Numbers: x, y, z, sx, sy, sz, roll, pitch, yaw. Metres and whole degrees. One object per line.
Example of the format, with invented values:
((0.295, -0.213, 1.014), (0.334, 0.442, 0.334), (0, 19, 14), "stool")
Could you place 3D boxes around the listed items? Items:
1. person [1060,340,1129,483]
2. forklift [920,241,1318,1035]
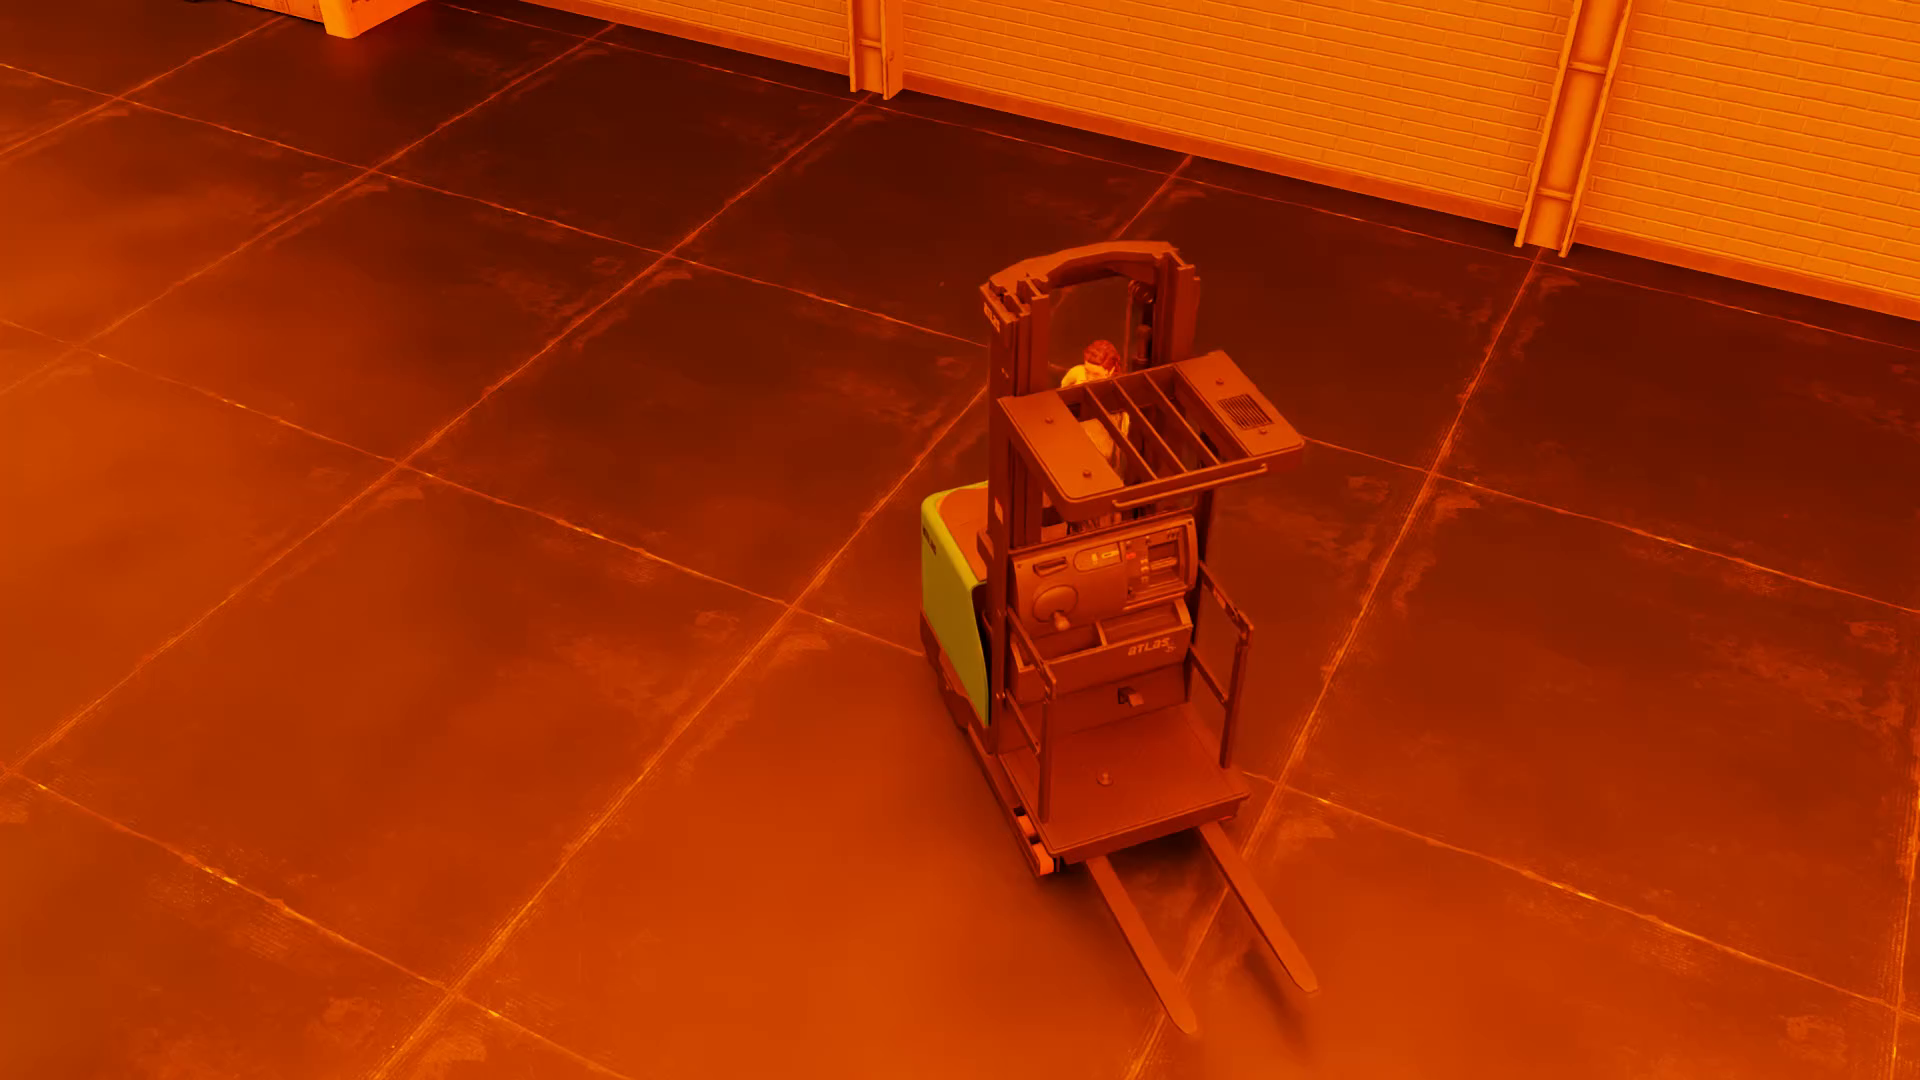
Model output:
((0.727, -0.496, 9.653), (0.587, 1.573, 0.847), (-30, 48, -30), "person")
((0.771, 0.241, 7.700), (1.130, 2.935, 3.031), (-14, 42, -16), "forklift")
